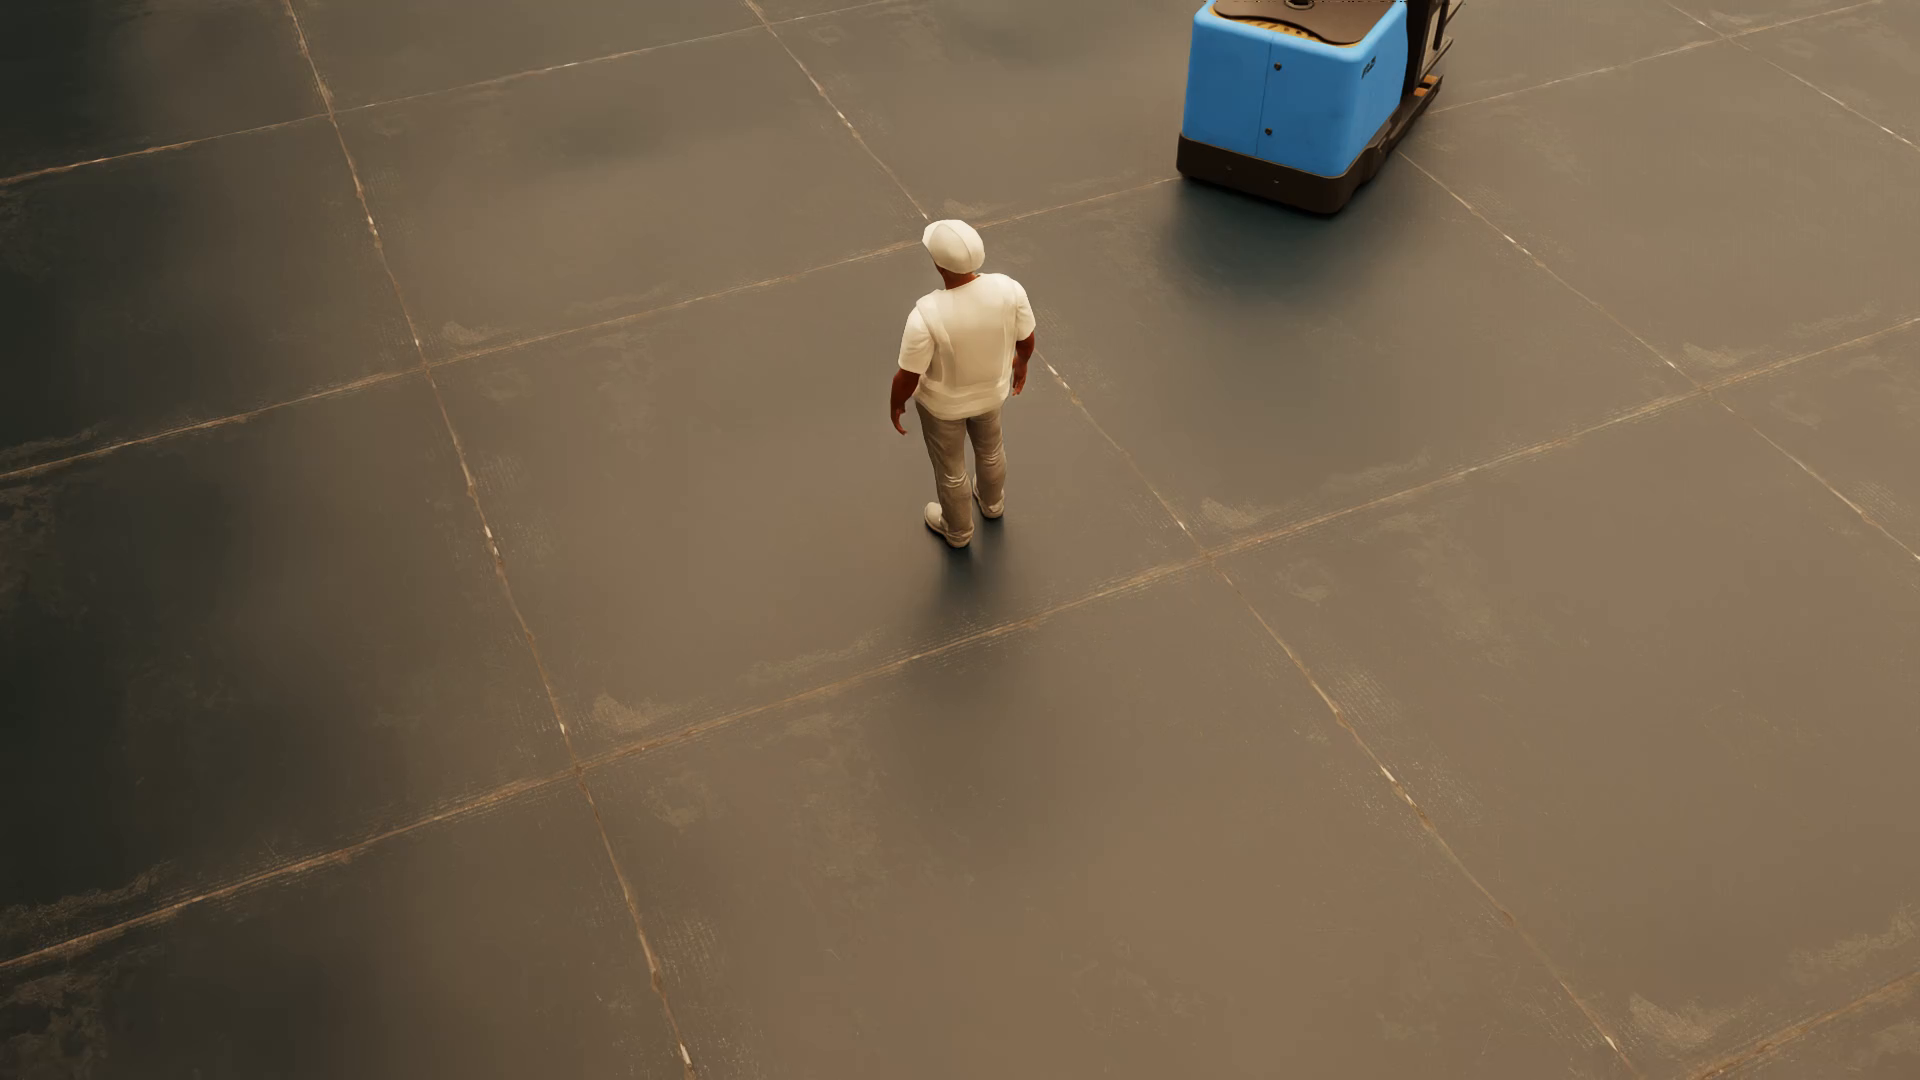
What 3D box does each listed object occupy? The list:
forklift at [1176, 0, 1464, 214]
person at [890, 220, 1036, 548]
[{"bbox_3d":[2.501,-3.982,9.947,1.130,2.935,3.031,22,47,22],"label":"forklift"},{"bbox_3d":[-0.023,-0.696,7.269,0.665,1.765,0.577,-18,46,-18],"label":"person"}]
